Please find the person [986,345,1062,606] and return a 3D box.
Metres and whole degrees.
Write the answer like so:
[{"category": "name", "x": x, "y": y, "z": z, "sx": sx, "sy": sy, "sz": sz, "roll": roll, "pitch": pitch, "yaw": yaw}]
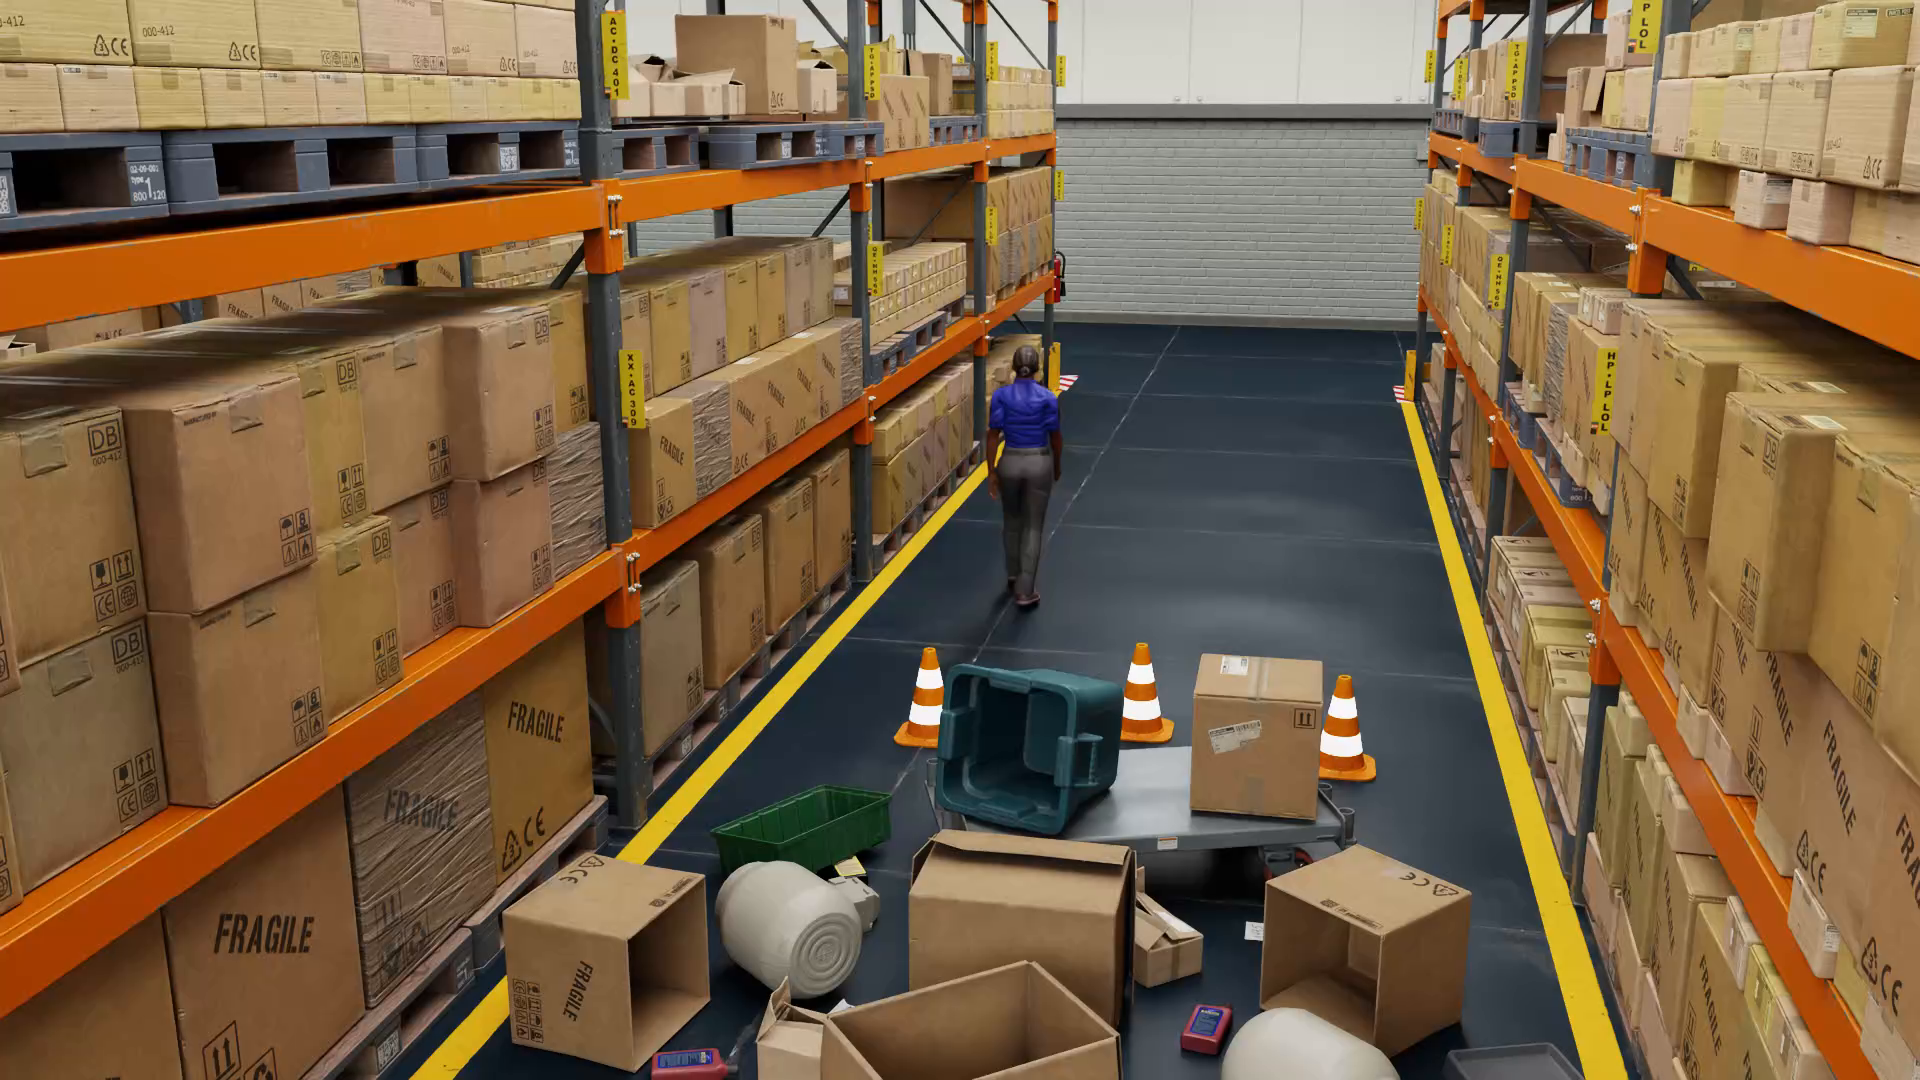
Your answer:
[{"category": "person", "x": 0.418, "y": -0.396, "z": 10.621, "sx": 0.452, "sy": 1.699, "sz": 0.673, "roll": 4, "pitch": 15, "yaw": 13}]
